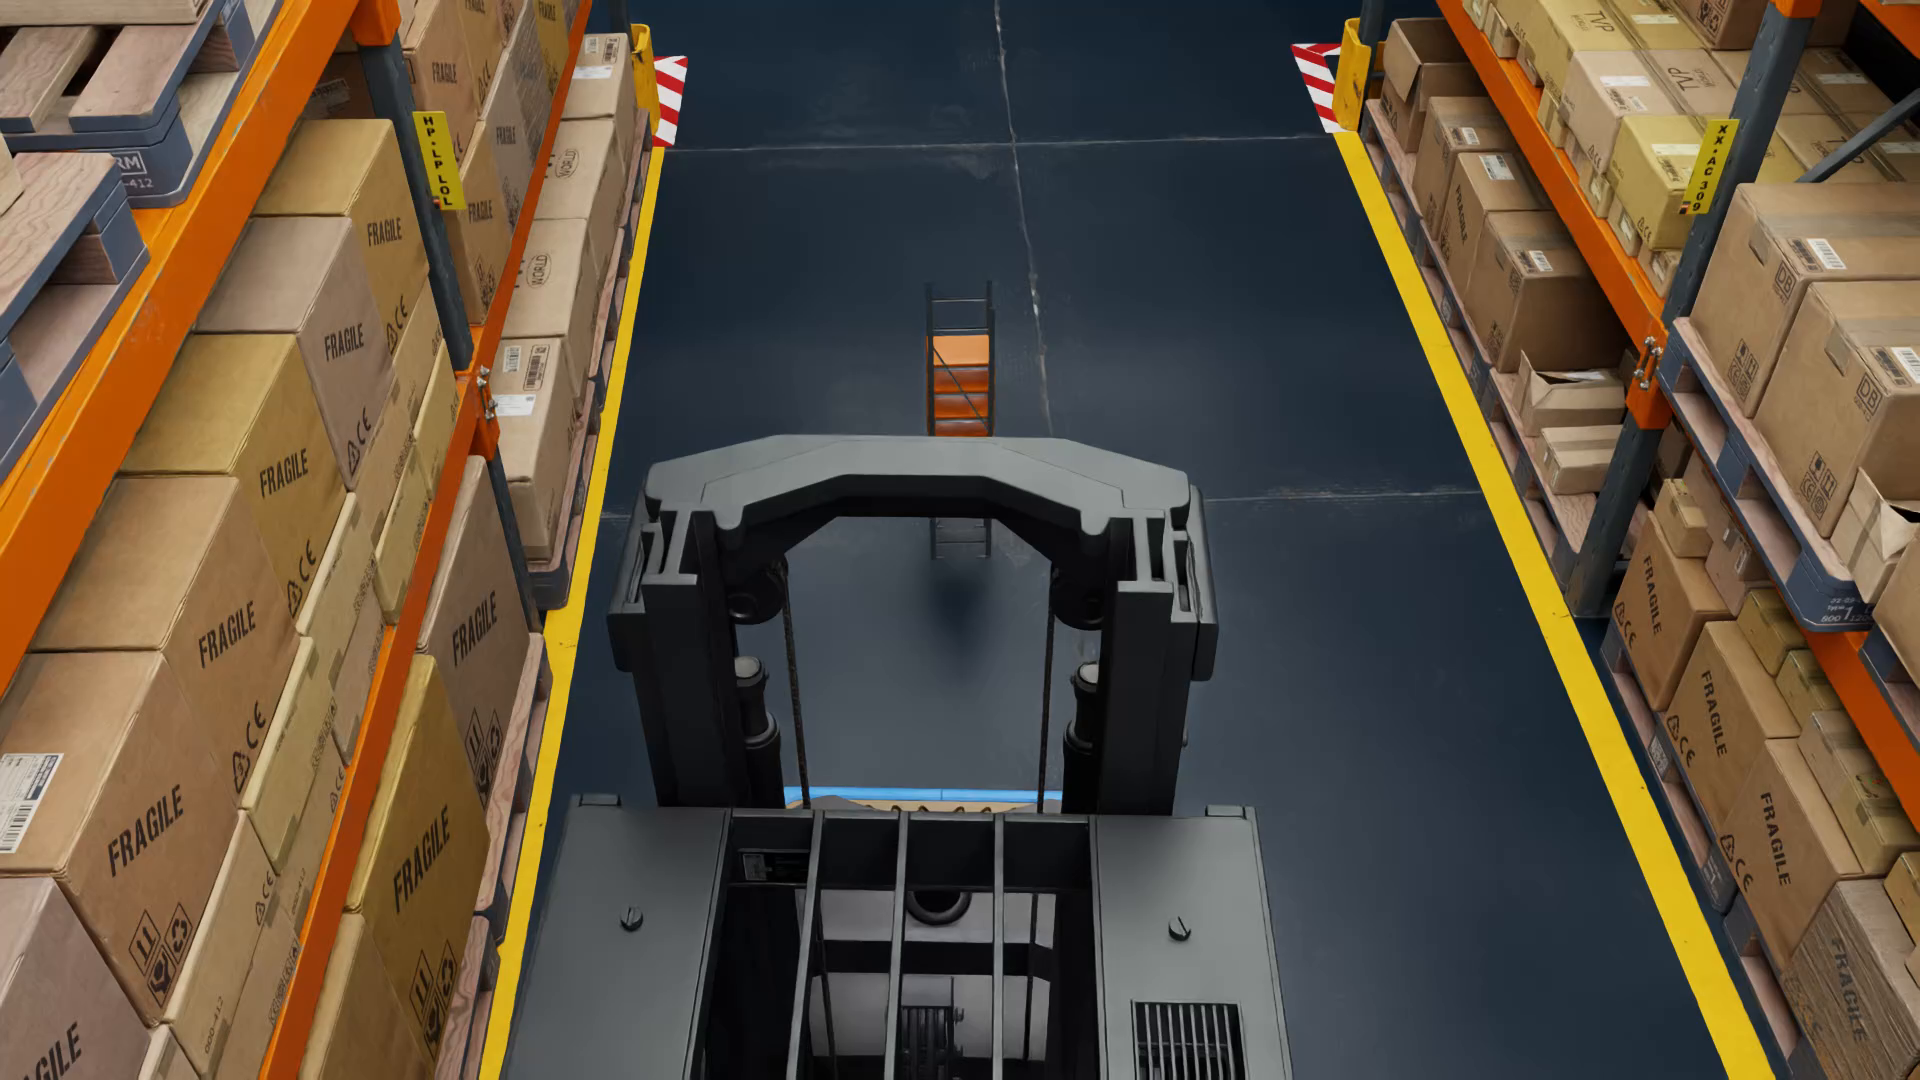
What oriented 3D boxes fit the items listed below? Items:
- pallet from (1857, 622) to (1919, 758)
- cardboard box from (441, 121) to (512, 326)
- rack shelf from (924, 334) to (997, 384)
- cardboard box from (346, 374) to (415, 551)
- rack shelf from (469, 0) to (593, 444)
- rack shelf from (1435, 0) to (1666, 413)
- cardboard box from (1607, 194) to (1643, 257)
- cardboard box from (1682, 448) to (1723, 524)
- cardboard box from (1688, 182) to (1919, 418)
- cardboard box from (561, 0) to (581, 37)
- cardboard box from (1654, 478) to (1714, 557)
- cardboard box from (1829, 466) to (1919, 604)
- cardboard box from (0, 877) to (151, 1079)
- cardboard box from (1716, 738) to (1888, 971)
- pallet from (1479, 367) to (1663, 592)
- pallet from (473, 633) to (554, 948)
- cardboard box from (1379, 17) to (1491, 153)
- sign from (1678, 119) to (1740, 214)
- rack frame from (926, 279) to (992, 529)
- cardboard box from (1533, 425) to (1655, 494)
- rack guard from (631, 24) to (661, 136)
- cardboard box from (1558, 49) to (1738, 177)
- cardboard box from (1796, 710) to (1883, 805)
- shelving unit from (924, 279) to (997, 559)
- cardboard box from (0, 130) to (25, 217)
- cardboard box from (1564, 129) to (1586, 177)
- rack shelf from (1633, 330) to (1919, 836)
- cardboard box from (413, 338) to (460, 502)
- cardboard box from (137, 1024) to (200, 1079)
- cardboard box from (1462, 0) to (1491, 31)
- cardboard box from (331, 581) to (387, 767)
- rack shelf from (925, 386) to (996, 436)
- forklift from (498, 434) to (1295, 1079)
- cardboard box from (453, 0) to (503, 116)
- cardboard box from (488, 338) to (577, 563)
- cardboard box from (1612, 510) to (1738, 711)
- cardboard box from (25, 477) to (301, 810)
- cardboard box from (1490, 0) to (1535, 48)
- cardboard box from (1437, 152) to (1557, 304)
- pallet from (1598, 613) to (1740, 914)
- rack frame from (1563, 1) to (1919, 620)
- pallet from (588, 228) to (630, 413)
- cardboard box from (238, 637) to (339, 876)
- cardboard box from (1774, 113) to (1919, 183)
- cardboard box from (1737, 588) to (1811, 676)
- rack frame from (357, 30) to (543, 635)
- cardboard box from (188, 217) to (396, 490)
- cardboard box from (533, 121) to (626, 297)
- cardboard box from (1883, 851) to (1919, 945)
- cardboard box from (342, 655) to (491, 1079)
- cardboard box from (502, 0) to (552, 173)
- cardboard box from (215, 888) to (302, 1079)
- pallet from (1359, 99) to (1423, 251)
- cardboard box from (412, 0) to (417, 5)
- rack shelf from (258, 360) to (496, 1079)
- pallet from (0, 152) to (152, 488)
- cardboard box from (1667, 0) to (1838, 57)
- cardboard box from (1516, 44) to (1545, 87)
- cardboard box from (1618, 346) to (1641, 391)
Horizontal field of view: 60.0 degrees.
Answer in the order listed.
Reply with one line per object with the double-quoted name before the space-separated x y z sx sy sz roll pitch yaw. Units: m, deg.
"pallet" 2.945 0.604 4.013 1.003 0.211 1.213 -2 43 -2
"cardboard box" -1.855 -1.070 5.624 0.500 0.500 0.500 0 43 0
"rack shelf" 0.001 -0.665 6.121 0.258 0.103 0.180 -2 43 -2
"cardboard box" -1.807 -0.210 4.501 0.500 0.250 0.500 -1 43 -1
"rack shelf" -2.182 -1.794 7.020 1.077 0.370 4.000 -2 43 -2
"rack shelf" 2.777 -1.939 7.178 1.077 0.370 4.000 -2 43 -2
"cardboard box" 2.563 -1.145 5.965 0.380 0.149 0.250 -1 43 -1
"cardboard box" 2.672 -0.188 5.574 0.380 0.149 0.250 -2 43 -3
"cardboard box" 2.659 -0.713 4.923 0.700 0.500 0.500 -1 43 -1
"cardboard box" -1.944 -2.442 7.120 0.500 0.500 0.500 -1 43 -1
"cardboard box" 2.611 -0.077 5.673 0.380 0.149 0.250 0 43 0
"cardboard box" 2.538 -0.011 4.330 0.396 0.266 0.258 0 43 0
"cardboard box" -1.735 0.911 2.722 0.500 0.500 0.500 -1 43 -2
"cardboard box" 2.707 0.942 5.042 0.500 0.500 0.500 -3 43 -3
"pallet" 2.834 -0.290 6.910 1.003 0.211 1.213 -2 43 -2
"pallet" -1.989 0.837 5.680 1.003 0.211 1.213 -2 43 -2
"cardboard box" 2.623 -2.373 8.656 0.797 0.503 0.637 -3 43 -3
"sign" 2.320 -1.153 5.147 0.100 0.325 0.005 -2 43 -2
"rack frame" -0.003 -0.494 6.401 0.240 1.200 0.006 -2 43 -2
"cardboard box" 2.545 -0.326 6.685 0.380 0.149 0.250 -3 43 -3
"rack guard" -2.268 -2.504 9.112 1.175 0.500 0.348 -2 43 -2
"cardboard box" 2.561 -1.583 6.148 0.500 0.250 0.500 -2 43 -2
"cardboard box" 2.721 0.635 4.896 0.380 0.149 0.250 -2 43 -2
"shelving unit" 0.001 -0.433 6.334 0.258 1.200 0.189 -2 43 -2
"cardboard box" -1.867 -0.611 2.839 0.380 0.166 0.250 2 43 2
"cardboard box" 2.544 -1.497 6.350 0.380 0.149 0.250 -1 43 -1
"rack shelf" 2.947 0.761 4.232 1.077 0.370 4.000 -2 43 -2
"cardboard box" -1.826 -0.358 5.032 0.500 0.250 0.500 -3 43 -3
"cardboard box" -1.723 1.164 3.001 0.500 0.250 0.500 -1 43 -1
"cardboard box" 2.437 -2.361 7.292 0.380 0.149 0.250 -3 43 -3
"cardboard box" -1.803 0.327 4.285 0.500 0.250 0.500 -3 43 -3
"rack shelf" 0.001 -0.488 6.283 0.258 0.103 0.180 -2 43 -2
"forklift" -0.083 1.372 3.084 1.130 2.935 3.031 1 43 1
"cardboard box" -1.891 -1.784 5.663 0.500 0.500 0.500 -2 43 -2
"cardboard box" -2.016 -0.346 6.493 0.875 0.438 0.875 -2 43 -2
"cardboard box" 2.658 0.245 5.801 0.500 0.500 0.500 0 43 0
"cardboard box" -1.759 0.221 3.475 0.500 0.500 0.500 -1 43 -1
"cardboard box" 2.532 -2.268 6.895 0.500 0.250 0.500 -3 43 -3
"cardboard box" 2.543 -1.434 7.634 0.500 0.500 0.500 -1 43 -1
"pallet" 2.934 0.722 5.806 1.003 0.211 1.213 -2 43 -2
"rack frame" 2.862 -0.854 5.462 1.000 3.000 0.127 -2 43 -2
"pallet" -2.106 -1.022 7.709 1.003 0.211 1.213 -2 43 -2
"cardboard box" -1.740 0.484 3.743 0.500 0.250 0.500 -1 43 -1
"cardboard box" 3.111 -1.251 5.785 0.500 0.250 0.500 -2 43 -2
"cardboard box" 2.723 0.281 5.283 0.380 0.149 0.250 -4 43 -4
"rack frame" -2.097 -0.709 5.304 1.000 3.000 0.127 -2 43 -2
"cardboard box" -1.798 -0.471 4.230 0.500 0.500 0.500 -1 43 -1
"cardboard box" -2.092 -1.560 7.817 0.875 0.438 0.875 -1 43 -1
"cardboard box" 2.770 0.984 4.515 0.380 0.149 0.250 -1 43 -2
"cardboard box" -1.945 0.945 4.761 0.875 0.875 0.875 -1 43 -1
"cardboard box" -1.887 -1.746 6.361 0.500 0.500 0.500 -1 43 -2
"cardboard box" -1.753 1.008 3.541 0.500 0.250 0.500 0 43 0
"pallet" 2.730 -1.937 8.707 1.003 0.211 1.213 -2 43 -2
"cardboard box" -1.878 -1.747 5.142 0.380 0.149 0.250 -1 43 -1
"rack shelf" -2.012 0.906 4.074 1.077 0.370 4.000 -2 43 -2
"pallet" -2.058 -0.233 2.704 1.003 0.211 1.213 0 43 0
"cardboard box" 3.063 -1.937 6.535 0.500 0.250 0.500 -1 43 -1
"cardboard box" 2.548 -2.012 6.911 0.380 0.149 0.250 -2 43 -2
"cardboard box" 3.052 -0.704 7.097 0.380 0.149 0.250 -2 43 -2
